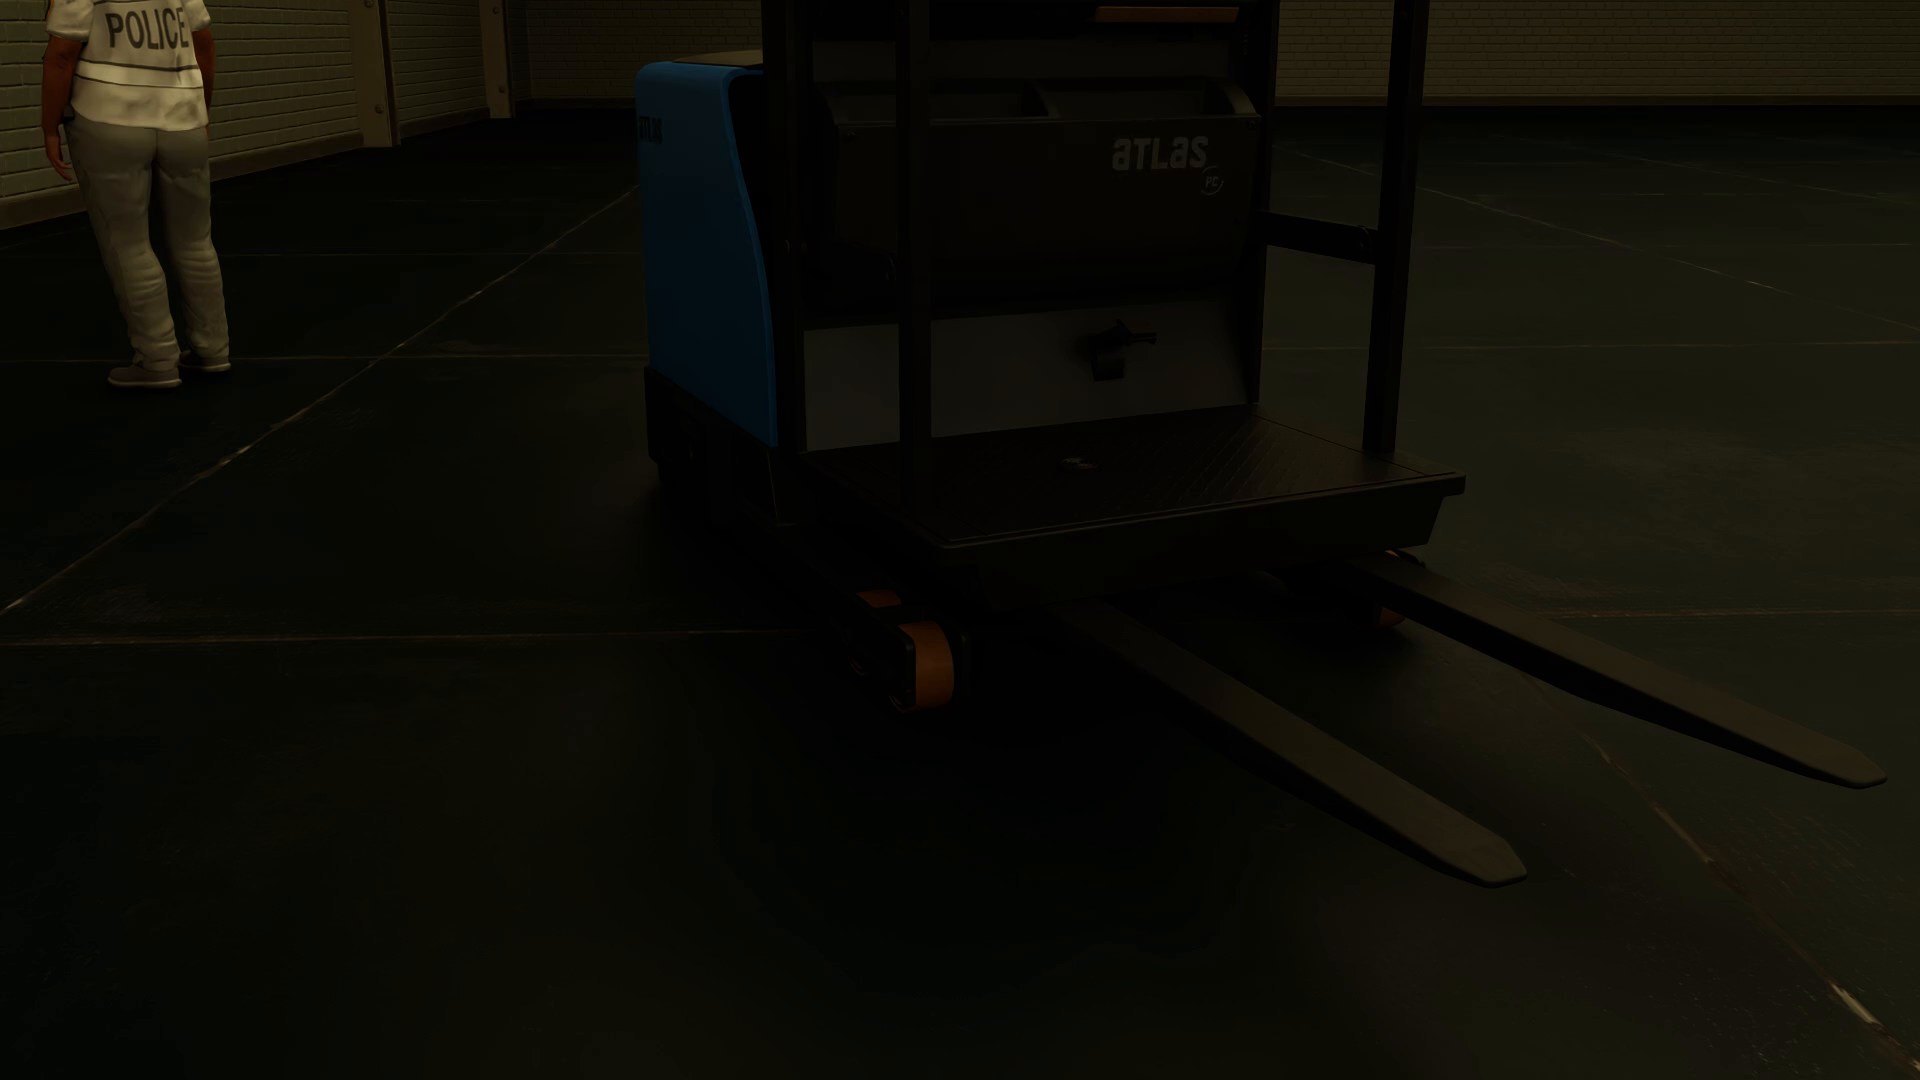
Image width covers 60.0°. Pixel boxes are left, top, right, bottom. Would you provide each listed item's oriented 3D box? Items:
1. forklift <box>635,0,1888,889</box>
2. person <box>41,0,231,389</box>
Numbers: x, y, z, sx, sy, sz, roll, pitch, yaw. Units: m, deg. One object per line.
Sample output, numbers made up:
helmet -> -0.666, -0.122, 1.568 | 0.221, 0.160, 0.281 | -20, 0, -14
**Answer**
forklift -> 0.258, -1.240, 2.962 | 1.130, 2.935, 3.031 | -8, 19, -24
person -> -2.691, -1.325, 5.376 | 0.530, 1.669, 0.598 | 11, 20, 33
